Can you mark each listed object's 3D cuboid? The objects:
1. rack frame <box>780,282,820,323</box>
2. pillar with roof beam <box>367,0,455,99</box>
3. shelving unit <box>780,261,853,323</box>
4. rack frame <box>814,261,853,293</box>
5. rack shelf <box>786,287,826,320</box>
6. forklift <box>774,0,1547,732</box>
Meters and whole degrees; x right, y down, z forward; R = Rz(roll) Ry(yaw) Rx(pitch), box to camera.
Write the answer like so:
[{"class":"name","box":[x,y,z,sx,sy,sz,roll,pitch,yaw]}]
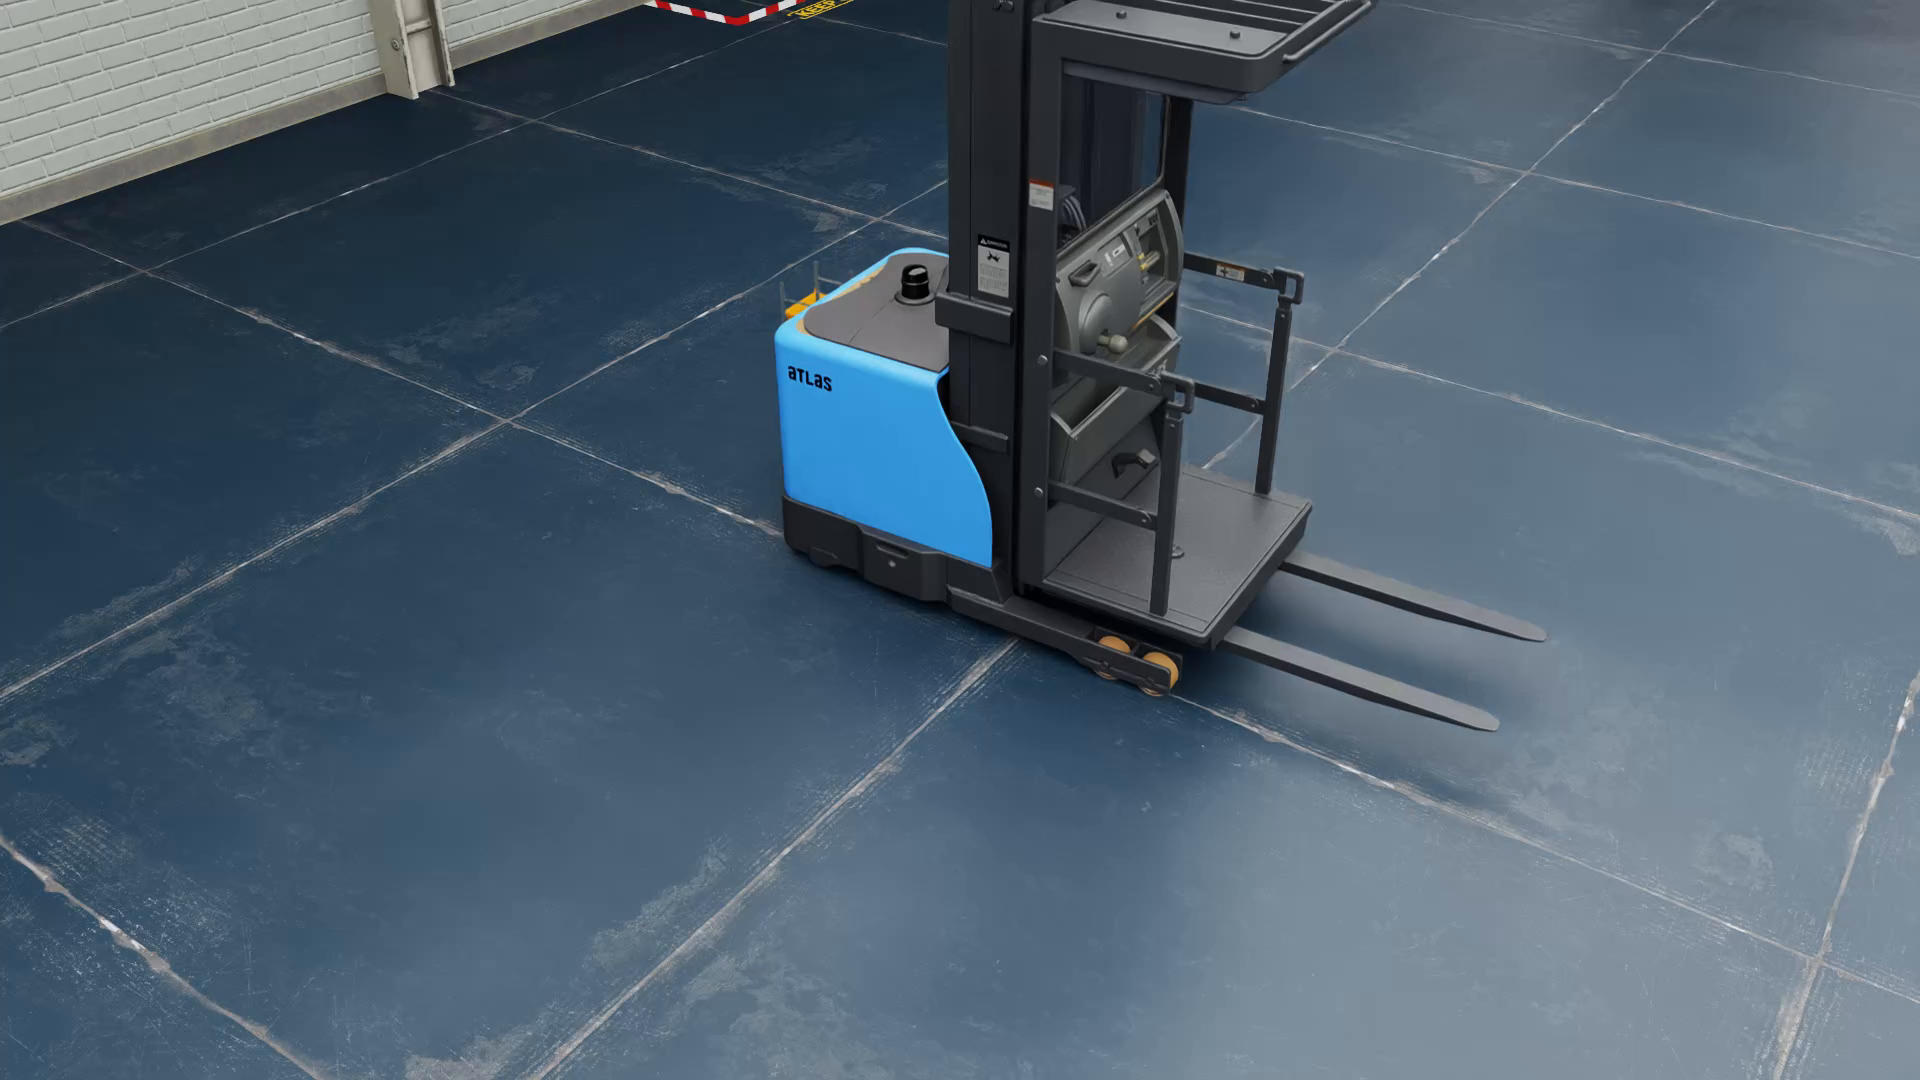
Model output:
[{"class":"rack frame","box":[-0.669,-0.618,7.227,0.200,1.050,0.008,19,38,26]},{"class":"pillar with roof beam","box":[-0.399,-5.650,7.572,9.100,9.000,0.400,21,39,28]},{"class":"shelving unit","box":[-0.605,-0.676,7.313,0.215,1.050,0.252,19,38,26]},{"class":"rack frame","box":[-0.541,-0.735,7.399,0.200,1.050,0.008,19,38,26]},{"class":"rack shelf","box":[-0.605,-0.903,7.160,0.215,0.259,0.240,19,38,26]},{"class":"forklift","box":[0.771,-0.958,6.049,3.031,2.935,1.130,19,38,26]}]
